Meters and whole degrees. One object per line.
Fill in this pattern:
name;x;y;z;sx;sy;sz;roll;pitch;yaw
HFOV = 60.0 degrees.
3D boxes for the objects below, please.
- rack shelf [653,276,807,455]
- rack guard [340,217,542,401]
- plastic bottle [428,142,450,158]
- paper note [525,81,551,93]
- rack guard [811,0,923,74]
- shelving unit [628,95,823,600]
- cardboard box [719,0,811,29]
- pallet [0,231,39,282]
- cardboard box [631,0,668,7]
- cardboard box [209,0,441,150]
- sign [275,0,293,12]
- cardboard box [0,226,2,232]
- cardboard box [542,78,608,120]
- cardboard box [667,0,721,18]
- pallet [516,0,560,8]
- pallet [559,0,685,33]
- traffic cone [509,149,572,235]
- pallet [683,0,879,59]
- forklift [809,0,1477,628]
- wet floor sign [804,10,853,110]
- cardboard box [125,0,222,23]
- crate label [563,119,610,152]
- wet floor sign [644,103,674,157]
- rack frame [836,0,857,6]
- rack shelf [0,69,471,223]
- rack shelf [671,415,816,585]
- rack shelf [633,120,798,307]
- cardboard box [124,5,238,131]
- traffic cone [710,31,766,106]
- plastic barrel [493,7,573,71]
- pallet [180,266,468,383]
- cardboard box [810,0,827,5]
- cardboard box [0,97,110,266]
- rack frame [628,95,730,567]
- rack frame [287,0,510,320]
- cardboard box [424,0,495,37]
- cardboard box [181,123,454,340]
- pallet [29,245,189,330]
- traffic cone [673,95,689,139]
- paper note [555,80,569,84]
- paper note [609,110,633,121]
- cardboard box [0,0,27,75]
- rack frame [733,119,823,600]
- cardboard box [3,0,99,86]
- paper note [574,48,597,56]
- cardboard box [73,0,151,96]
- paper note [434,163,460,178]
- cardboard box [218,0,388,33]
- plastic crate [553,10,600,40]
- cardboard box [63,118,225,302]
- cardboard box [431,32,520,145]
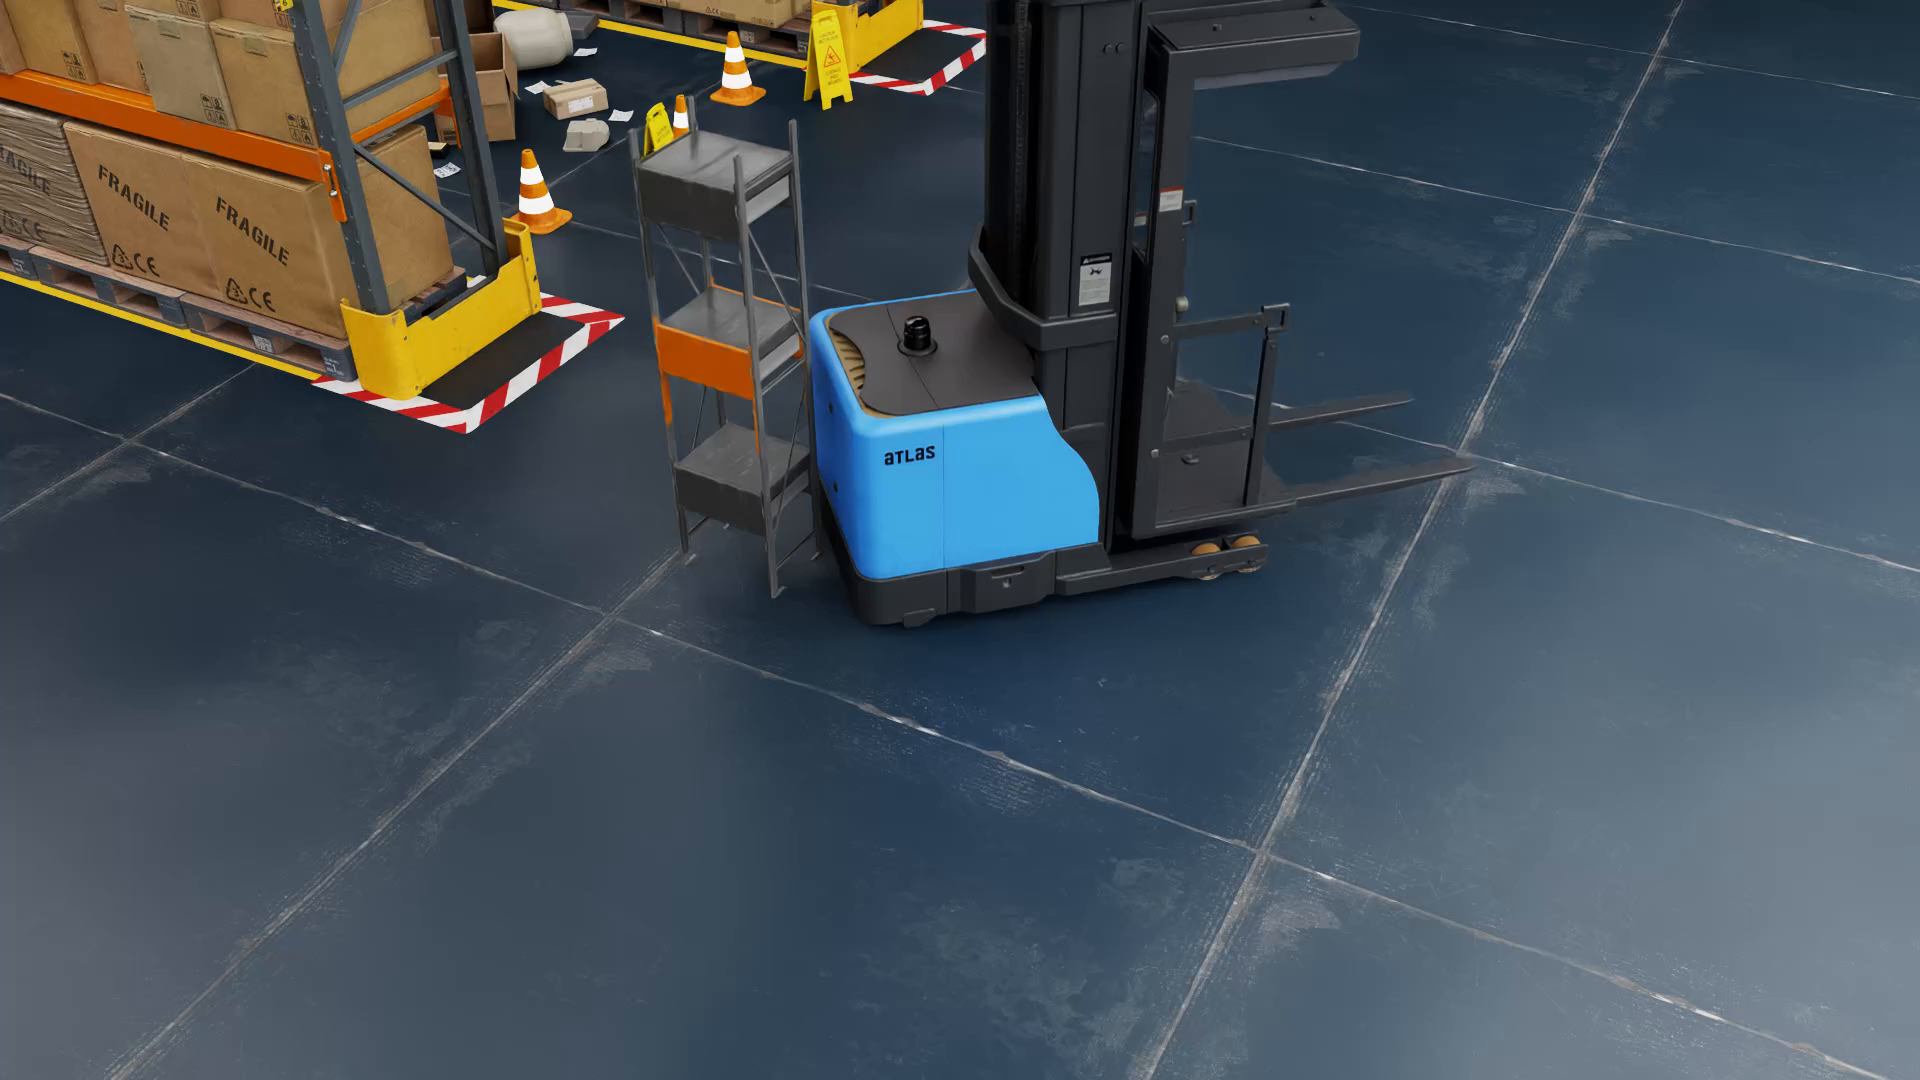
rack shelf;-0.948;-0.740;7.011;0.480;0.518;0.431;19;41;23
rack guard;-2.784;-1.276;9.018;0.348;0.500;1.175;17;41;21
plastic bottle;-3.578;-2.617;11.148;0.283;0.061;0.133;4;37;6
paper note;-3.059;-3.288;12.066;0.148;0.019;0.142;-29;46;-33
rack guard;-0.686;-3.990;12.592;0.348;0.500;1.175;17;41;21
shelving unit;-0.948;-0.751;7.003;0.503;2.100;0.431;19;41;23
cardboard box;-1.482;-4.123;12.628;0.500;0.250;0.500;17;40;21
pallet;-5.718;-2.026;10.245;1.213;0.211;1.003;17;41;21
cardboard box;-2.384;-4.407;13.002;0.500;0.250;0.500;16;40;20
cardboard box;-3.156;-2.417;8.329;0.550;0.550;0.875;17;41;21
sign;-3.067;-2.546;7.470;0.005;0.325;0.100;17;41;21
cardboard box;-5.831;-2.499;9.971;0.875;0.875;0.875;18;41;22
cardboard box;-2.711;-3.108;11.722;0.380;0.149;0.250;-21;42;-25
cardboard box;-1.917;-4.265;12.814;0.500;0.250;0.500;18;41;22
pallet;-3.558;-4.798;13.896;1.213;0.211;1.003;17;41;21
pallet;-2.471;-4.459;13.450;1.213;0.211;1.003;17;41;21
traffic cone;-2.624;-2.178;10.237;0.334;0.463;0.336;17;41;21
pallet;-1.391;-4.119;13.002;1.213;0.211;1.003;17;41;21
forklift;0.895;-1.284;7.017;3.031;2.935;1.130;-10;38;-13
wet floor sign;-0.942;-3.399;11.694;0.267;0.644;0.232;-29;46;-33
cardboard box;-3.648;-2.996;8.198;0.550;0.550;0.875;17;41;21
crate label;-2.529;-2.746;11.254;0.298;0.136;0.250;-2;37;-2
wet floor sign;-1.869;-2.396;10.372;0.232;0.644;0.267;11;38;14
rack frame;-0.619;-4.964;11.809;0.127;3.000;1.000;17;41;21
rack shelf;-4.582;-2.548;9.221;4.000;0.370;1.077;17;41;21
rack shelf;-0.948;-0.183;7.434;0.480;0.518;0.431;19;41;23
rack shelf;-0.948;-1.298;6.588;0.480;0.518;0.431;19;41;23
cardboard box;-3.654;-2.558;8.515;0.550;0.550;0.875;17;41;21
traffic cone;-1.594;-3.381;11.821;0.334;0.463;0.336;17;41;21
plastic barrel;-3.149;-3.699;12.274;0.512;0.421;0.421;-14;39;-18
pallet;-3.552;-1.348;9.351;1.213;0.211;1.003;17;41;21
cardboard box;-1.208;-4.409;13.004;0.500;0.250;0.500;17;40;21
cardboard box;-5.029;-2.251;9.644;0.875;0.875;0.875;18;41;22
rack frame;-1.161;-0.823;7.097;0.015;2.100;0.400;19;41;23
rack frame;-2.806;-2.278;8.271;0.127;3.000;1.000;17;41;21
cardboard box;-3.845;-4.053;12.674;0.500;0.500;0.500;-14;39;-18
cardboard box;-3.438;-1.752;8.988;0.875;0.875;0.875;18;41;22
pallet;-4.631;-1.688;9.799;1.213;0.211;1.003;17;41;21
traffic cone;-1.803;-2.690;10.911;0.334;0.463;0.336;17;41;21
paper note;-2.901;-3.344;12.147;0.123;0.001;0.032;17;41;21
paper note;-2.374;-2.976;11.645;0.142;0.019;0.148;4;37;6
cardboard box;-5.100;-3.000;9.097;0.550;0.550;0.875;17;41;21
rack frame;-0.735;-0.679;6.908;0.015;2.100;0.400;19;41;23
cardboard box;-4.584;-2.907;8.974;0.500;0.550;0.875;17;41;21
paper note;-2.837;-3.704;12.604;0.148;0.019;0.142;4;37;6
cardboard box;-4.094;-2.781;8.809;0.550;0.550;0.875;17;41;21
paper note;-3.380;-2.431;10.929;0.144;0.017;0.142;-29;46;-33
cardboard box;-3.117;-2.892;8.062;0.550;0.550;0.875;17;41;21
plastic crate;-3.154;-4.037;13.002;0.583;0.080;0.402;4;37;6
cardboard box;-4.220;-1.996;9.309;0.875;0.875;0.875;17;40;21
cardboard box;-3.343;-3.099;11.416;0.637;0.503;0.797;-8;38;-10
